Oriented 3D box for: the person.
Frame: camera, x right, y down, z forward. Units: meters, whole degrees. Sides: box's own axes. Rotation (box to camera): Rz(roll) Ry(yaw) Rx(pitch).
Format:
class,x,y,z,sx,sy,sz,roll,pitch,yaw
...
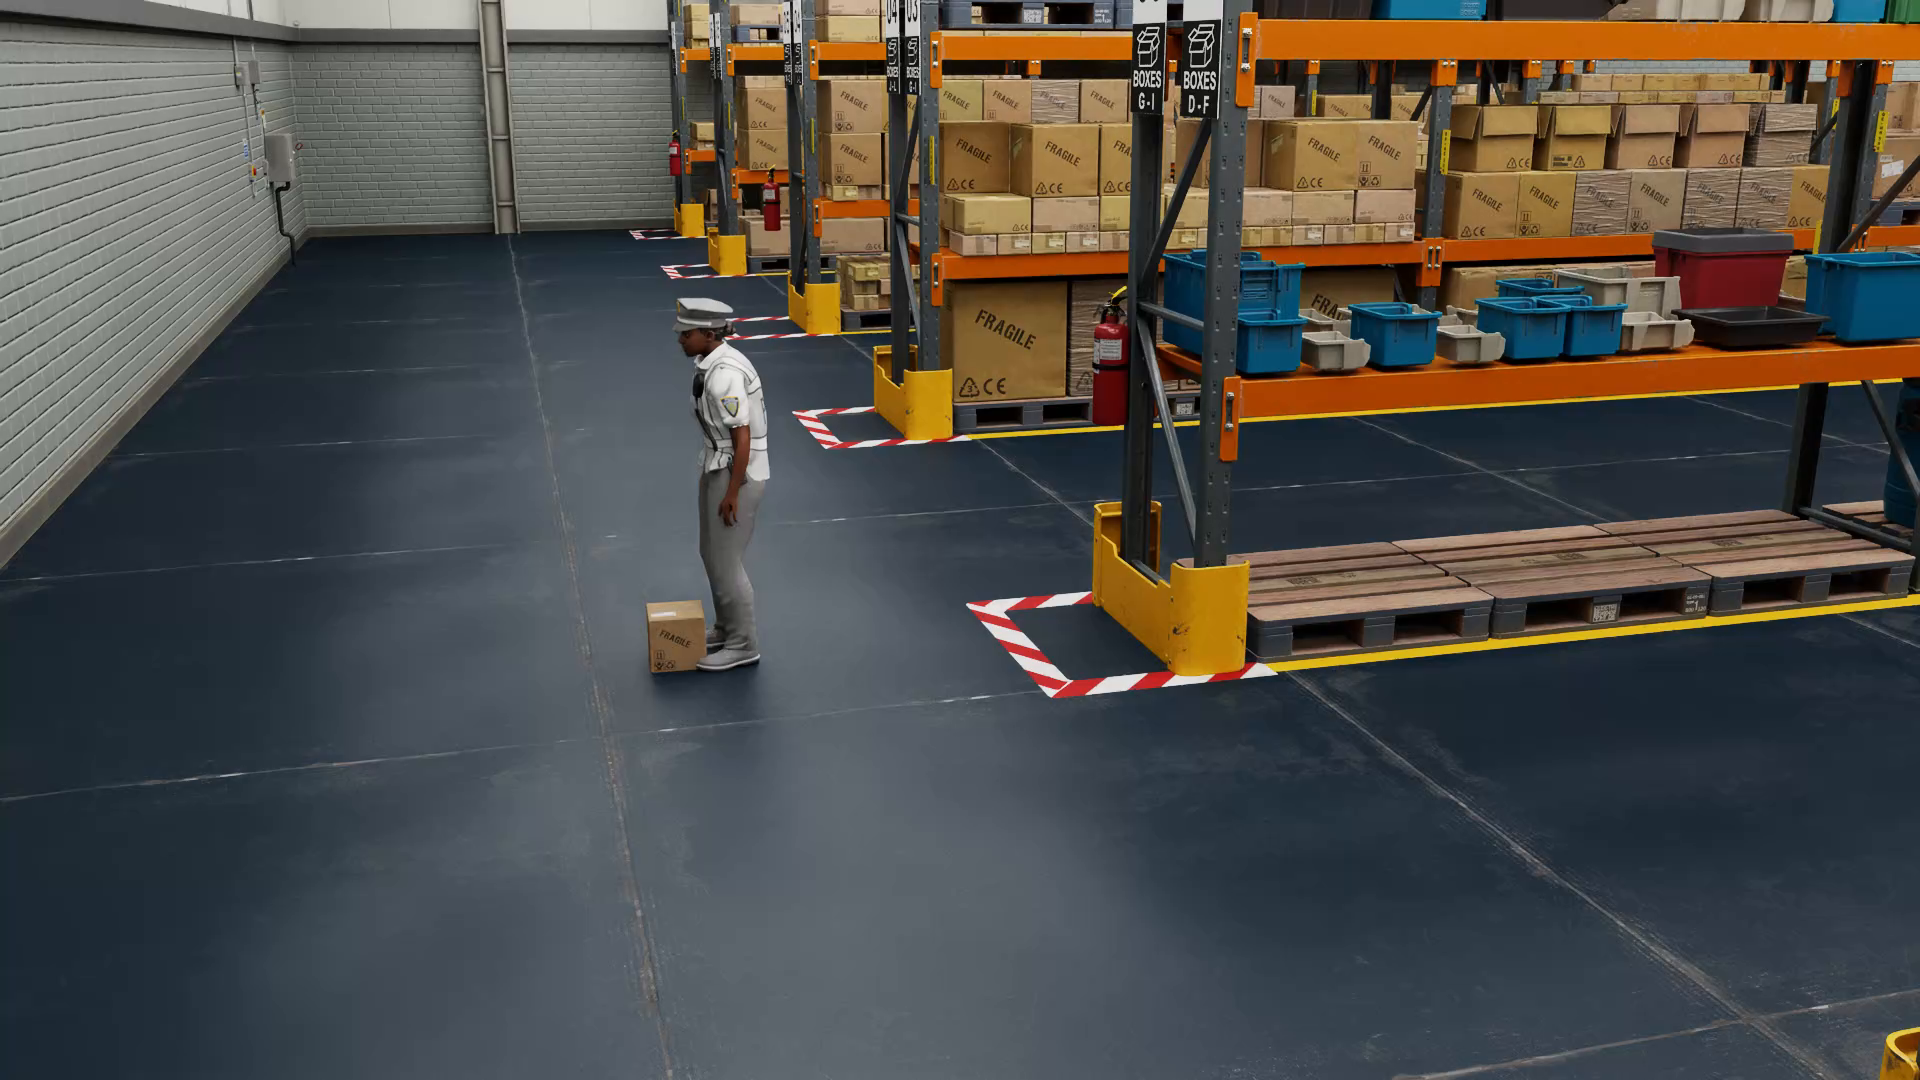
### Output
class,x,y,z,sx,sy,sz,roll,pitch,yaw
person,-1.060,-0.260,7.430,0.397,1.661,0.531,-6,17,-19
